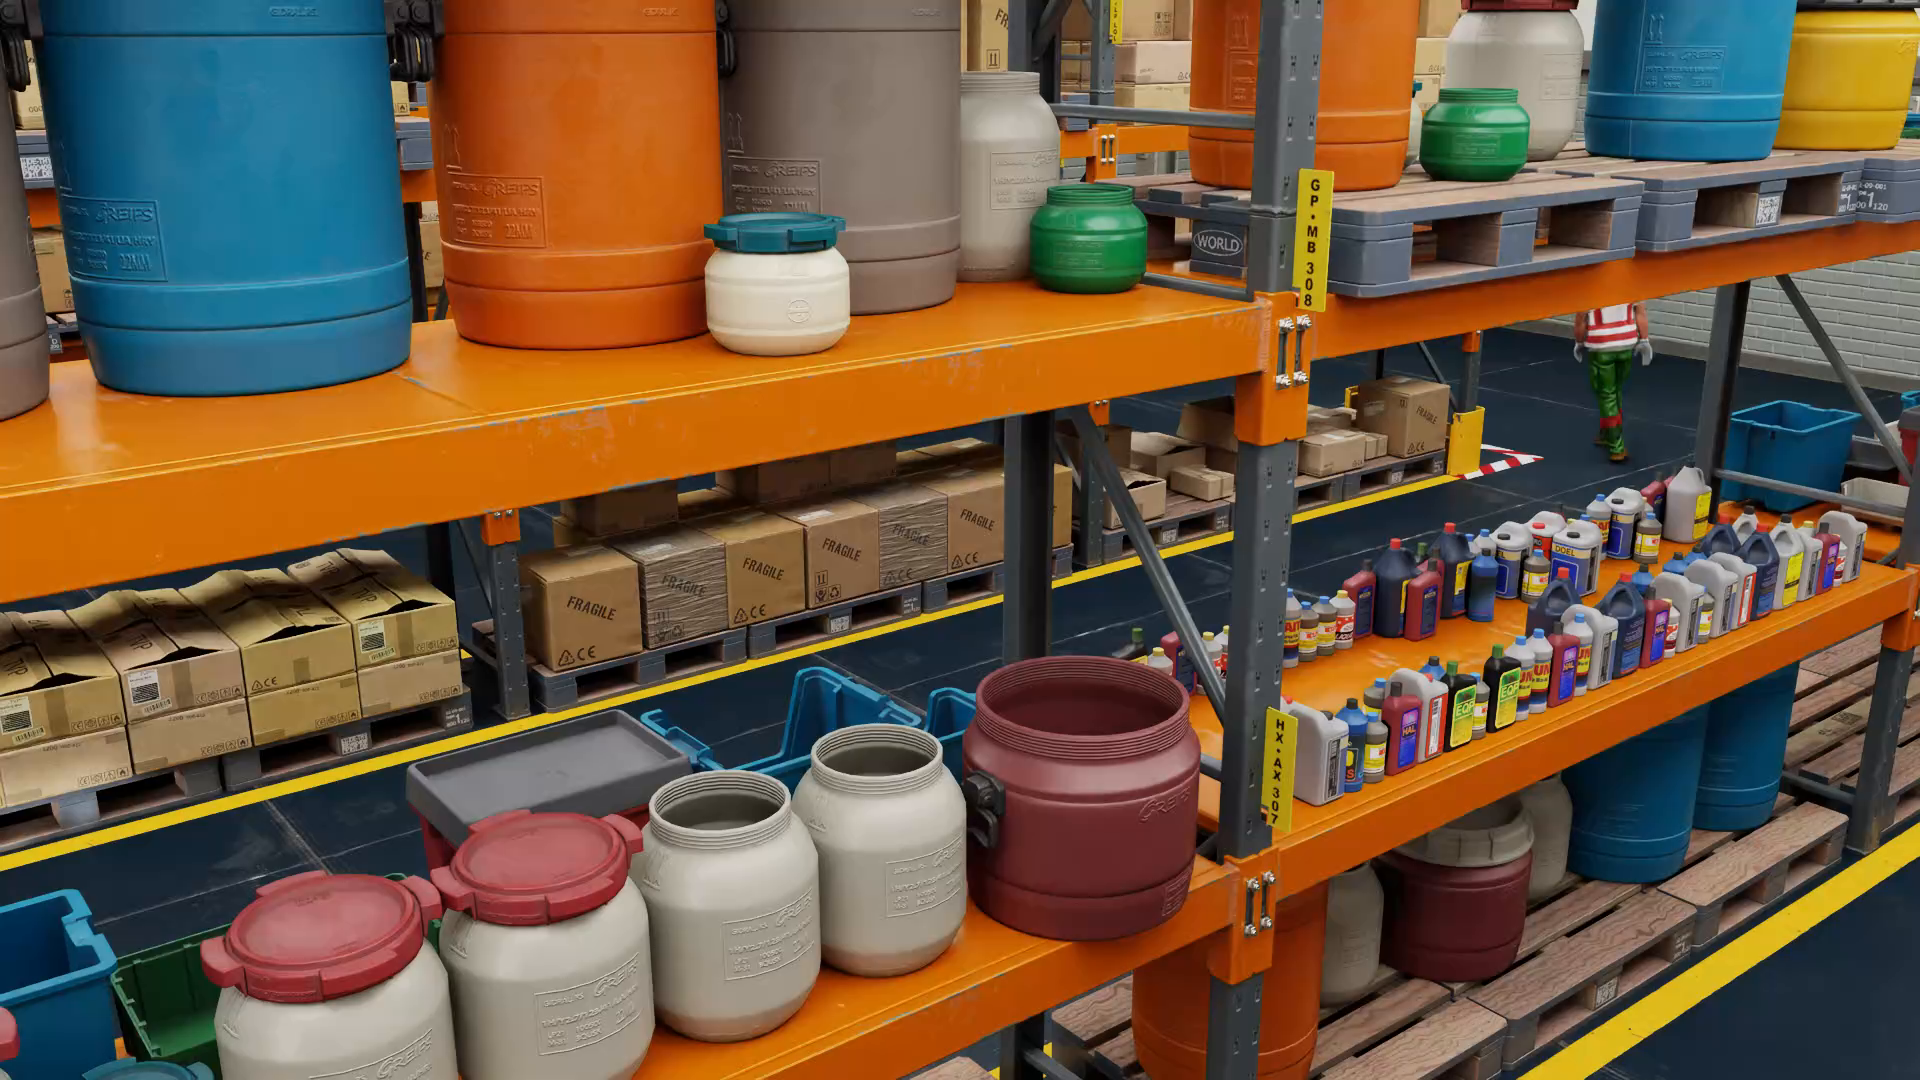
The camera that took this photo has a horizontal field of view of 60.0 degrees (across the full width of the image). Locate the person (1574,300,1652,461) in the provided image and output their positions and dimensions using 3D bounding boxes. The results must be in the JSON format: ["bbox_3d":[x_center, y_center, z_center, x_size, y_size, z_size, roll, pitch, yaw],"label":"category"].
[{"bbox_3d":[5.203,-1.566,13.435,0.631,1.767,0.688,-1,18,-3],"label":"person"}]
